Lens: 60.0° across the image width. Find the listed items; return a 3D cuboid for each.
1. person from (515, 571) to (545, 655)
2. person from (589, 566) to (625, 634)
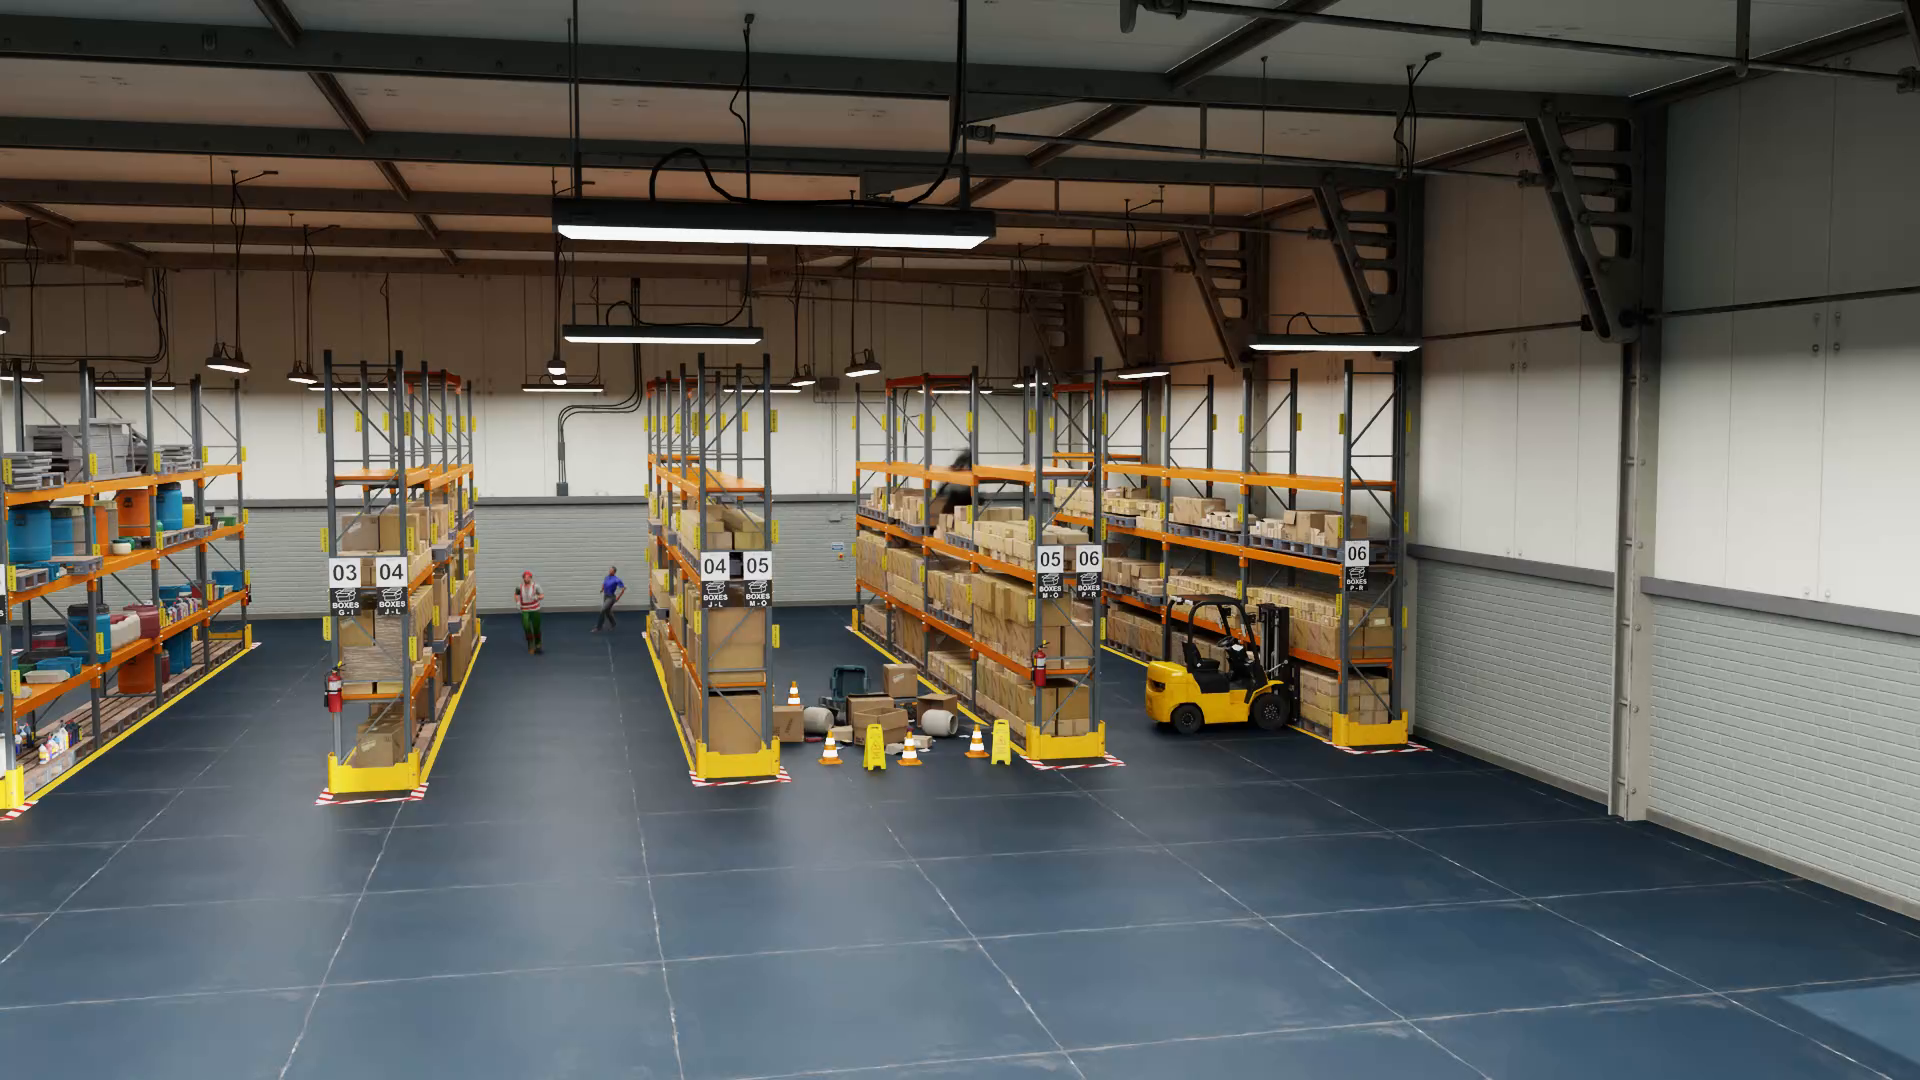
[{"bbox_3d":[-9.409,1.587,36.362,0.649,1.837,0.761,-1,4,-10],"label":"person"},{"bbox_3d":[-8.404,1.421,39.778,0.749,1.616,0.807,4,5,42],"label":"person"}]
